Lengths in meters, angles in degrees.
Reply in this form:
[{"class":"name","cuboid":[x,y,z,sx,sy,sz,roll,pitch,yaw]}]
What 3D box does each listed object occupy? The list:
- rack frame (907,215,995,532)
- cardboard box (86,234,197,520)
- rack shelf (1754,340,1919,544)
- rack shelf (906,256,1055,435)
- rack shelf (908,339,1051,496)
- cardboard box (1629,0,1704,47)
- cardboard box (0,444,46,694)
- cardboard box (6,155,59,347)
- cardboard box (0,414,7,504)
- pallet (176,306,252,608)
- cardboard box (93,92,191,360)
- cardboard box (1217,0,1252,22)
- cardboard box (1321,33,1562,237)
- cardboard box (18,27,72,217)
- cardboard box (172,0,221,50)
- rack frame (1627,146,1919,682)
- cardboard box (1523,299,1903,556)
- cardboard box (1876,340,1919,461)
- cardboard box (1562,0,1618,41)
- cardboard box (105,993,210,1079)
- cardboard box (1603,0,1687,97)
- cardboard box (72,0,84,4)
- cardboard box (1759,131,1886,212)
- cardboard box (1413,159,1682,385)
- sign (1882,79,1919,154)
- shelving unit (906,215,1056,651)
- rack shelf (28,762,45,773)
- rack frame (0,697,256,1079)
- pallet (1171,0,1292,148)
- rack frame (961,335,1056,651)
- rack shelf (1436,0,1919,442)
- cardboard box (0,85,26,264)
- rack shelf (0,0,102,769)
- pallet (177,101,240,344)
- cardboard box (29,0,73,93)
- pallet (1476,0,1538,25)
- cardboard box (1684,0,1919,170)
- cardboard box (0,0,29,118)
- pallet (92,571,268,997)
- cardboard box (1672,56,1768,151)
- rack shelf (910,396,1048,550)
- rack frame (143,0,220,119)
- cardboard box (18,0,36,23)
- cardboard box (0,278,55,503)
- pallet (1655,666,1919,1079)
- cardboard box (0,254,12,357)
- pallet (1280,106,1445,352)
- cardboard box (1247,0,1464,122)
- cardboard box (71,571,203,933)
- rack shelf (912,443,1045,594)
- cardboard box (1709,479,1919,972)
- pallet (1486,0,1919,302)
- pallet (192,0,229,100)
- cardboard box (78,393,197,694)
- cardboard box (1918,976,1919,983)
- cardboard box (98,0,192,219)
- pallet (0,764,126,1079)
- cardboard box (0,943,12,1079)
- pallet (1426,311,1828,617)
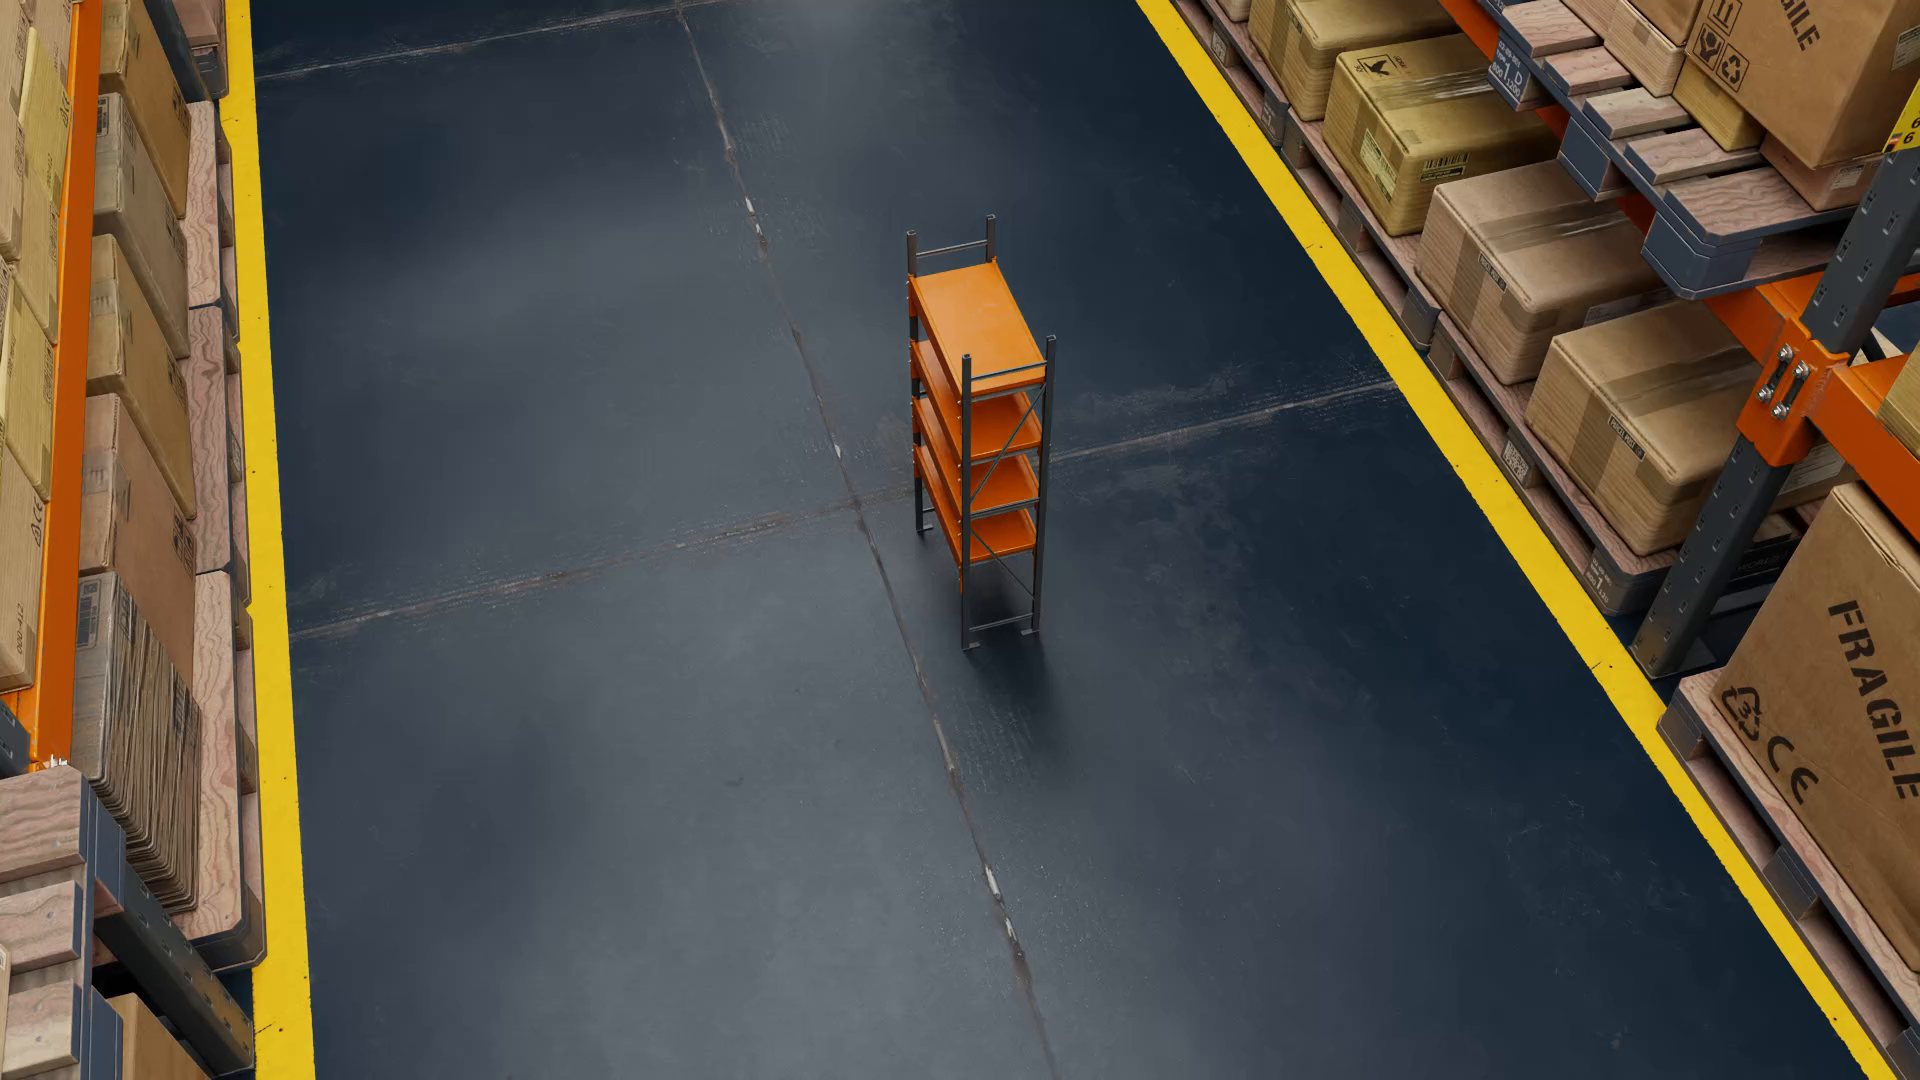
[{"class":"rack frame","cuboid":[-0.023,-0.444,4.840,0.240,1.200,0.015,-13,51,-11]},{"class":"cardboard box","cuboid":[-2.821,-0.377,4.885,0.875,0.625,0.625,-15,52,-12]},{"class":"rack shelf","cuboid":[3.083,0.986,2.927,1.077,0.370,4.000,-13,51,-11]},{"class":"rack shelf","cuboid":[0.049,-0.519,4.389,0.258,0.148,0.480,-13,51,-11]},{"class":"rack shelf","cuboid":[0.049,-0.367,4.570,0.258,0.148,0.480,-13,51,-11]},{"class":"cardboard box","cuboid":[1.928,-1.614,4.114,0.500,0.500,0.500,-14,51,-12]},{"class":"cardboard box","cuboid":[-2.147,0.087,3.312,0.500,0.250,0.500,-13,51,-11]},{"class":"cardboard box","cuboid":[-2.450,-0.656,3.939,0.500,0.250,0.500,-15,51,-12]},{"class":"cardboard box","cuboid":[-2.123,-0.079,3.126,0.500,0.250,0.500,-13,51,-11]},{"class":"pallet","cuboid":[-2.812,-0.182,5.266,1.003,0.211,1.213,-13,51,-11]},{"class":"cardboard box","cuboid":[-3.045,-0.926,5.347,0.875,0.625,0.625,-14,51,-11]},{"class":"cardboard box","cuboid":[1.466,-2.534,6.868,0.950,0.372,0.625,-13,51,-11]},{"class":"cardboard box","cuboid":[1.889,-1.502,5.998,0.950,0.372,0.625,-12,51,-10]},{"class":"cardboard box","cuboid":[-2.602,-1.035,4.259,0.500,0.250,0.500,-12,51,-10]},{"class":"cardboard box","cuboid":[-3.259,-2.180,6.650,0.500,0.250,0.500,-13,51,-11]},{"class":"rack frame","cuboid":[2.491,-0.707,3.884,1.000,3.000,0.127,-13,51,-11]},{"class":"cardboard box","cuboid":[2.334,-0.410,5.078,0.950,0.372,0.625,-16,52,-13]},{"class":"cardboard box","cuboid":[2.396,-0.244,3.592,0.500,0.250,0.500,-14,51,-12]},{"class":"cardboard box","cuboid":[1.837,-1.486,4.431,0.380,0.149,0.250,-16,52,-13]},{"class":"cardboard box","cuboid":[-1.919,1.349,3.511,0.500,0.500,0.500,-12,51,-10]},{"class":"cardboard box","cuboid":[1.904,-1.300,4.274,0.380,0.149,0.250,-14,51,-11]},{"class":"cardboard box","cuboid":[-2.879,-1.780,4.887,0.500,0.250,0.500,-14,51,-11]},{"class":"cardboard box","cuboid":[2.170,-0.947,3.976,0.380,0.149,0.250,-12,51,-10]},{"class":"cardboard box","cuboid":[2.108,-0.947,5.530,0.950,0.372,0.625,-14,51,-12]},{"class":"sign","cuboid":[1.976,-0.925,3.362,0.100,0.325,0.005,-13,51,-11]},{"class":"shelving unit","cuboid":[0.049,-0.266,4.689,0.258,1.200,0.503,-13,51,-11]},{"class":"rack shelf","cuboid":[-1.658,2.111,1.979,1.077,0.370,4.000,-13,51,-11]},{"class":"rack frame","cuboid":[-2.249,0.418,2.935,1.000,3.000,0.127,-13,51,-11]},{"class":"pallet","cuboid":[1.540,-2.161,6.934,1.003,0.211,1.213,-13,51,-11]},{"class":"rack frame","cuboid":[0.121,-0.088,4.539,0.240,1.200,0.015,-13,51,-11]},{"class":"rack shelf","cuboid":[1.900,-1.935,5.390,1.077,0.370,4.000,-13,51,-11]},{"class":"cardboard box","cuboid":[-2.432,-0.826,3.756,0.500,0.250,0.500,-14,51,-12]},{"class":"rack shelf","cuboid":[-2.841,-0.810,4.442,1.077,0.370,4.000,-13,51,-11]},{"class":"pallet","cuboid":[-3.177,-1.075,6.018,1.003,0.211,1.213,-13,51,-11]},{"class":"cardboard box","cuboid":[-2.762,-1.410,4.575,0.500,0.250,0.500,-13,51,-11]},{"class":"pallet","cuboid":[1.867,-2.081,5.168,1.003,0.211,1.213,-13,51,-11]},{"class":"cardboard box","cuboid":[2.091,-1.239,3.798,0.500,0.500,0.500,-15,51,-12]},{"class":"cardboard box","cuboid":[-2.607,-1.193,4.065,0.500,0.250,0.500,-13,51,-10]},{"class":"pallet","cuboid":[-2.455,0.707,4.516,1.003,0.211,1.213,-13,51,-11]},{"class":"cardboard box","cuboid":[2.021,-1.127,4.128,0.380,0.149,0.250,-13,51,-10]},{"class":"rack shelf","cuboid":[0.049,-0.222,4.741,0.258,0.148,0.480,-13,51,-11]},{"class":"rack frame","cuboid":[-3.432,-2.503,5.398,1.000,3.000,0.127,-13,51,-11]},{"class":"cardboard box","cuboid":[-2.738,-1.566,4.380,0.500,0.250,0.500,-12,51,-10]},{"class":"cardboard box","cuboid":[-2.291,-0.281,3.623,0.500,0.250,0.500,-14,51,-12]},{"class":"pallet","cuboid":[2.653,0.785,4.450,1.003,0.211,1.213,-13,51,-11]},{"class":"cardboard box","cuboid":[-2.294,-0.440,3.430,0.500,0.250,0.500,-12,51,-10]},{"class":"pallet","cuboid":[1.905,-1.268,6.181,1.003,0.211,1.213,-13,51,-11]},{"class":"cardboard box","cuboid":[1.682,-2.010,6.426,0.950,0.372,0.625,-10,51,-9]},{"class":"cardboard box","cuboid":[-2.421,0.590,4.069,0.875,0.625,0.625,-12,51,-10]},{"class":"rack shelf","cuboid":[0.049,-0.094,4.893,0.258,0.148,0.480,-13,51,-11]},{"class":"cardboard box","cuboid":[2.616,0.366,4.094,0.875,0.875,0.875,-14,51,-11]},{"class":"pallet","cuboid":[2.179,-1.141,4.376,1.213,0.211,1.003,-13,51,-11]},{"class":"pallet","cuboid":[-3.627,-2.195,6.962,1.003,0.211,1.213,-13,51,-11]},{"class":"cardboard box","cuboid":[-2.621,0.114,4.470,0.875,0.625,0.625,-12,51,-10]},{"class":"cardboard box","cuboid":[2.876,1.019,3.544,0.875,0.875,0.875,-13,51,-11]},{"class":"cardboard box","cuboid":[-3.267,-1.494,5.826,0.875,0.625,0.625,-11,51,-9]},{"class":"pallet","cuboid":[-1.982,0.959,2.605,1.213,0.211,1.003,-13,51,-11]},{"class":"cardboard box","cuboid":[-1.688,0.757,2.539,0.380,0.149,0.250,-12,51,-10]},{"class":"pallet","cuboid":[2.262,-0.379,5.431,1.003,0.211,1.213,-13,51,-11]}]
